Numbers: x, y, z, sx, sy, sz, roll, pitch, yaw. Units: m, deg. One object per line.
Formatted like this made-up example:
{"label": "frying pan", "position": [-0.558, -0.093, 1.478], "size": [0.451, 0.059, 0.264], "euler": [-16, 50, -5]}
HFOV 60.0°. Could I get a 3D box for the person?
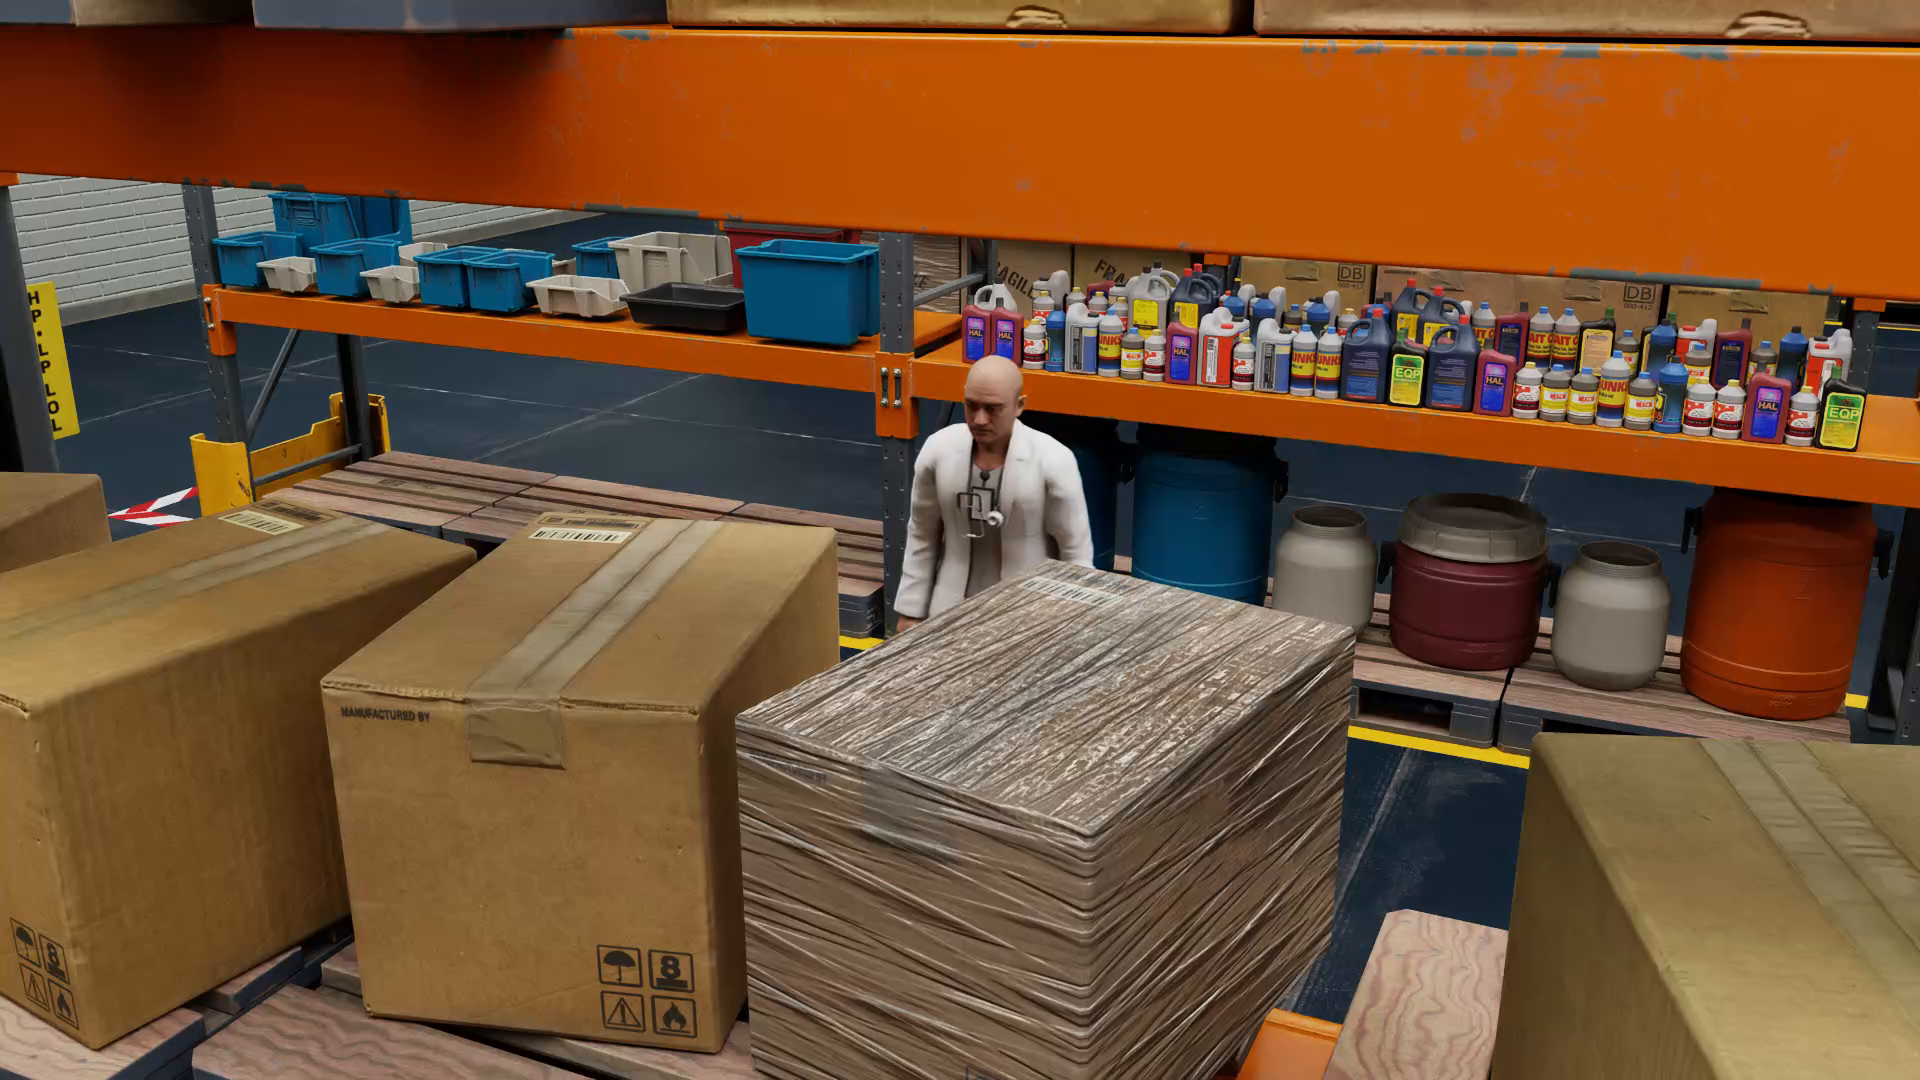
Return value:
{"label": "person", "position": [0.102, 0.277, 5.270], "size": [0.656, 1.774, 0.416], "euler": [8, 20, 21]}
